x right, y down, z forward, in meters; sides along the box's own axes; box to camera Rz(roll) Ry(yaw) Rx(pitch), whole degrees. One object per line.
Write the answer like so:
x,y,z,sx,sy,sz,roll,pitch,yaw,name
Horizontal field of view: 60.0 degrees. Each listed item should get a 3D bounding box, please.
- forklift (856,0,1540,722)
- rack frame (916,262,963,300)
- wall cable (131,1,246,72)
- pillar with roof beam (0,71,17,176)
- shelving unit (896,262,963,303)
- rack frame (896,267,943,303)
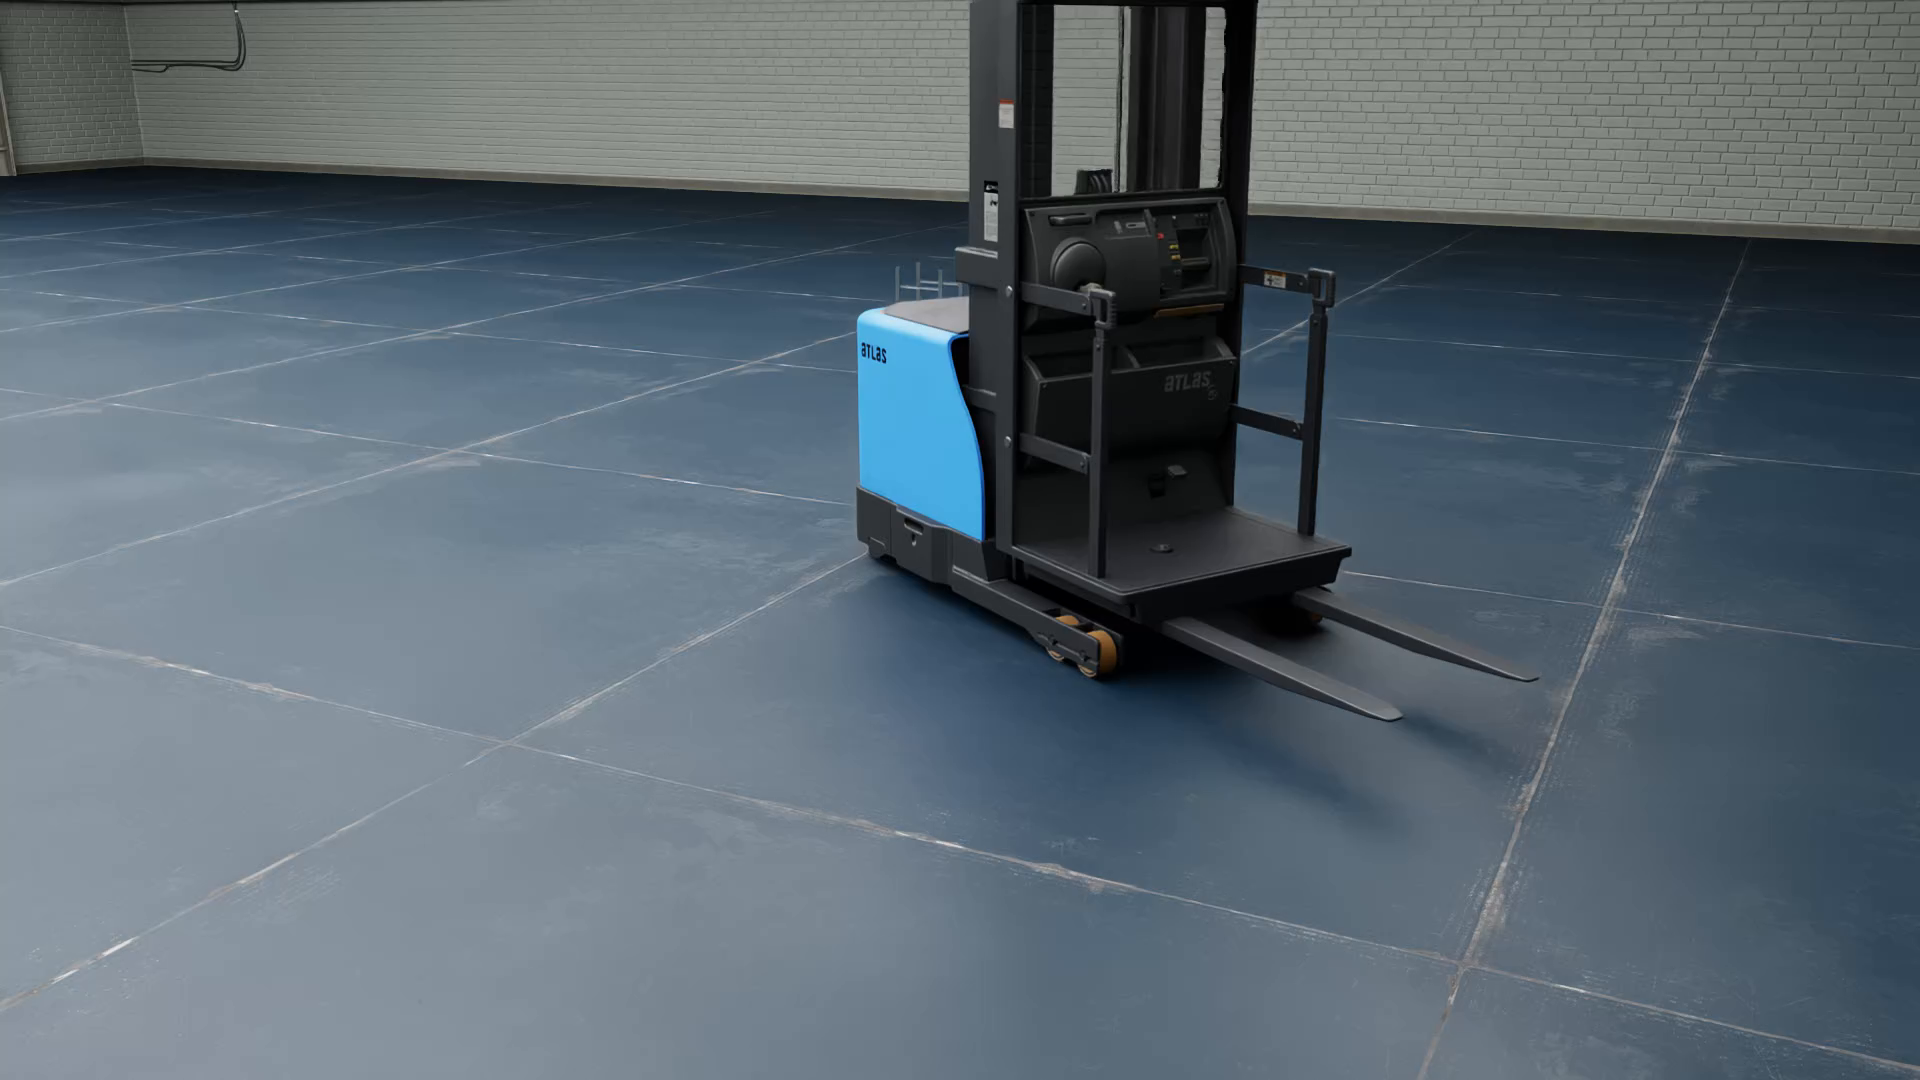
0.756,-1.071,5.981,1.130,2.935,3.031,-10,19,-31,forklift
-0.092,-0.671,7.675,0.240,1.200,0.006,9,19,28,rack frame
-14.007,-9.671,29.733,3.097,2.526,0.112,8,18,25,wall cable
-12.655,-10.029,25.487,9.100,9.000,0.400,8,18,25,pillar with roof beam
-0.136,-0.648,7.599,0.258,1.200,0.189,9,19,28,shelving unit
-0.181,-0.625,7.522,0.240,1.200,0.006,9,19,28,rack frame
